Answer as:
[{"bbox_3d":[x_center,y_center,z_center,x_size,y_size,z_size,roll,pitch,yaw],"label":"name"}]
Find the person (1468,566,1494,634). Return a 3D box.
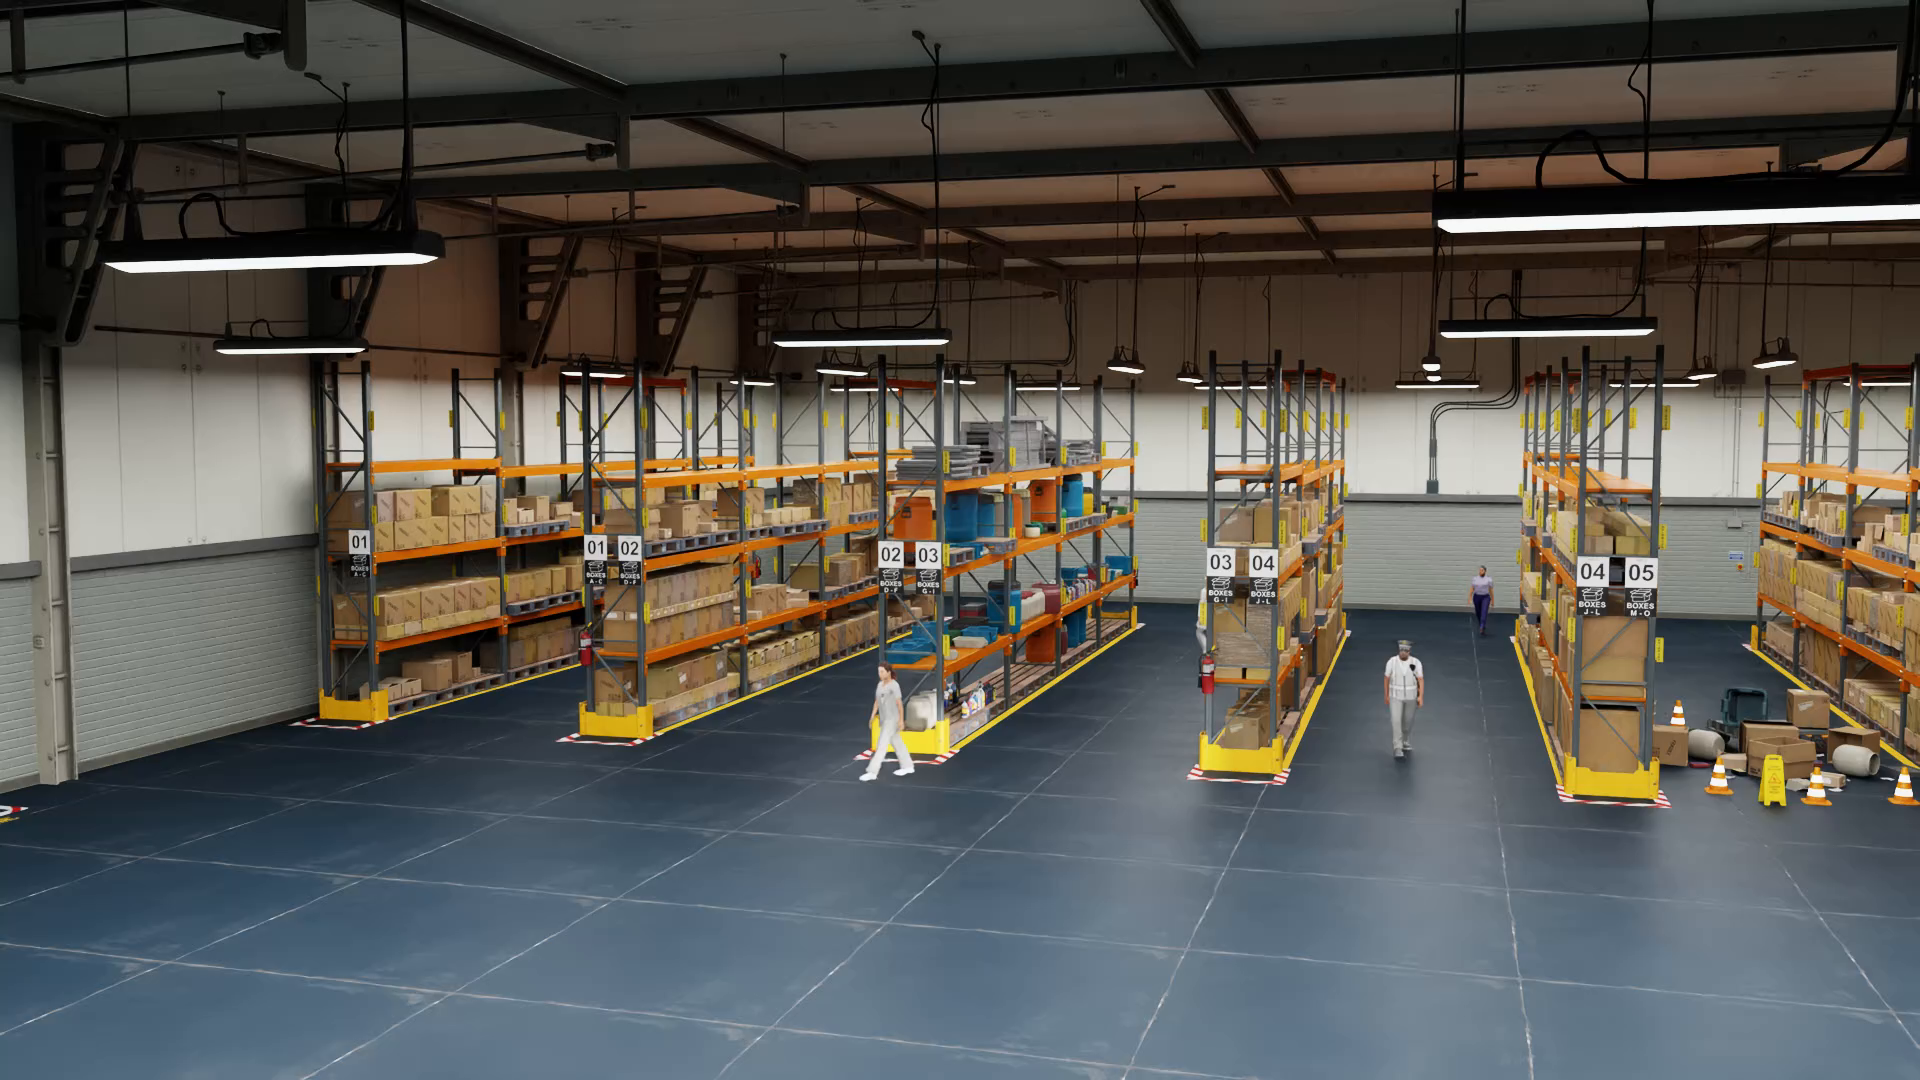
[{"bbox_3d":[12.263,1.398,39.159,0.523,1.590,1.031,3,5,33],"label":"person"}]

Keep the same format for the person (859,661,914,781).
[{"bbox_3d":[-1.056,2.511,23.188,0.978,1.618,0.466,-2,5,-30],"label":"person"}]

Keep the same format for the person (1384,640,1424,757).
[{"bbox_3d":[6.651,2.348,24.872,0.554,1.705,1.004,1,4,8],"label":"person"}]

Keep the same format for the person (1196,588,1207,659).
[{"bbox_3d":[5.263,1.624,34.824,0.638,1.779,0.539,-2,4,-22],"label":"person"}]
